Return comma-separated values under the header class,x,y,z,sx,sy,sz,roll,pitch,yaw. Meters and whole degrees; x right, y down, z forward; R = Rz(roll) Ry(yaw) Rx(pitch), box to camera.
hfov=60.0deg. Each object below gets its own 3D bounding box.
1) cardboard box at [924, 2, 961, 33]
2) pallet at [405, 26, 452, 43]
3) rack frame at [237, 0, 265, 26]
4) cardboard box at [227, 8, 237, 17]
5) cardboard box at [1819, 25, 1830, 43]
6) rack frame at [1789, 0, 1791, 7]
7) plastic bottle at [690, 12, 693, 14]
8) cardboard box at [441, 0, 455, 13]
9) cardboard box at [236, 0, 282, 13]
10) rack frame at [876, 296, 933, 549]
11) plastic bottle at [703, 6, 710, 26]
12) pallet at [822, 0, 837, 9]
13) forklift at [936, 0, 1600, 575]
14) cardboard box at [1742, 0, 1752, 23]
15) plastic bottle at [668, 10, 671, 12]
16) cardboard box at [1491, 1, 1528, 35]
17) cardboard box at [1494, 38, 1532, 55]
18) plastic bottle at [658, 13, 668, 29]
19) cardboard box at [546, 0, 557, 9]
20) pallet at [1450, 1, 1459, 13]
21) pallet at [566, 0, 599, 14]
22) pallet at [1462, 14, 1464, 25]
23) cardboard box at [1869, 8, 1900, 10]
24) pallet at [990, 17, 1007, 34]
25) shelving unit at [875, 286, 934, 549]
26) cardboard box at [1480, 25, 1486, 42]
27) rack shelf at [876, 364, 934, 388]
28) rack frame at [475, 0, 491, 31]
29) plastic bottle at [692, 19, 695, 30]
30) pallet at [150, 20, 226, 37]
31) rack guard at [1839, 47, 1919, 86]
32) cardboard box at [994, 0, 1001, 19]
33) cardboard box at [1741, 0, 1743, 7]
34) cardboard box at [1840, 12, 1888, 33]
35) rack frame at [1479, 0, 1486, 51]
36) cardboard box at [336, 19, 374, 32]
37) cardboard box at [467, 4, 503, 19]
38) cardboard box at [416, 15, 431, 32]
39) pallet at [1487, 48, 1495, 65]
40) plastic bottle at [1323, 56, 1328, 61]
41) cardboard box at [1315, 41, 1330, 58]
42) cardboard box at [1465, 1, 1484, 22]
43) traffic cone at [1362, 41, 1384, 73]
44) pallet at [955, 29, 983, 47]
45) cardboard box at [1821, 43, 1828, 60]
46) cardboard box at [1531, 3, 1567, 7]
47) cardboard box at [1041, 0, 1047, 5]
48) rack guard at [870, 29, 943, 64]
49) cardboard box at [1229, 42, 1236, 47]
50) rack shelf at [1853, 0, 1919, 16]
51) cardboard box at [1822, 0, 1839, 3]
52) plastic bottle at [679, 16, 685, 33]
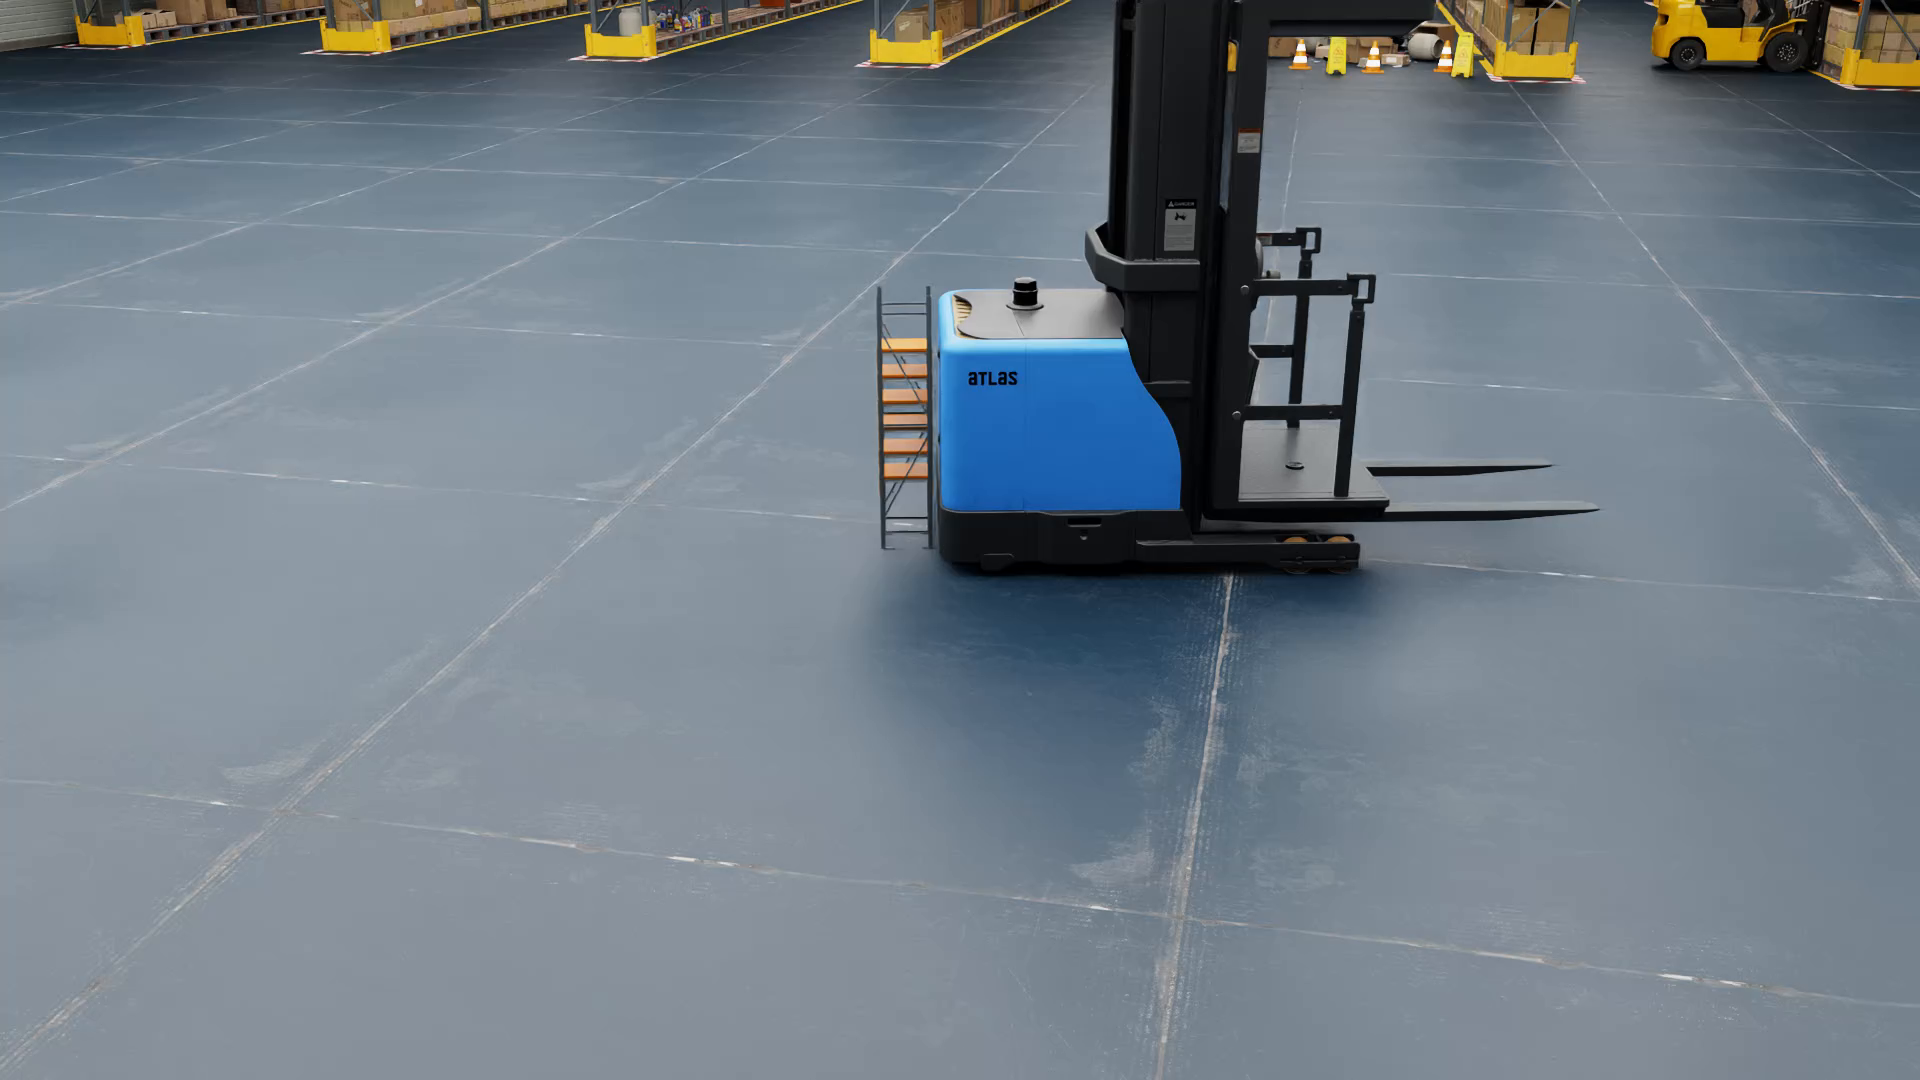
class,x,y,z,sx,sy,sz,roll,pitch,yaw
cardboard box,-0.313,-9.409,29.986,0.500,0.500,0.500,12,25,28
pallet,-10.230,-9.455,31.048,1.003,0.211,1.213,4,22,11
rack frame,-14.630,-11.860,33.287,1.000,3.000,0.127,4,22,11
cardboard box,-14.710,-10.552,33.243,0.380,0.166,0.250,2,22,4
cardboard box,13.653,-7.858,25.799,0.500,0.250,0.500,4,22,10
rack frame,14.478,-9.595,27.663,1.000,3.000,0.127,4,22,11
plastic bottle,-4.970,-9.720,31.030,0.152,0.276,0.135,4,22,11
cardboard box,-9.873,-10.200,31.279,0.500,0.500,0.500,4,22,11
cardboard box,-14.497,-11.175,34.343,0.700,0.500,0.500,5,23,13
rack frame,-0.247,-0.515,7.527,0.240,1.200,0.006,-1,22,-2
plastic bottle,-4.781,-9.823,31.185,0.144,0.351,0.185,4,22,9
pallet,-3.498,-12.458,38.505,1.003,0.211,1.213,4,22,11
forklift,1.410,-1.402,7.412,3.031,2.935,1.130,-1,22,-2
cardboard box,15.154,-9.924,31.096,0.875,0.625,0.625,5,23,13
plastic bottle,-5.465,-9.842,31.333,0.152,0.276,0.135,5,23,13
cardboard box,8.923,-8.464,26.970,0.500,0.500,0.500,4,22,10
cardboard box,8.709,-7.753,26.208,0.500,0.250,0.500,4,22,11
plastic bottle,-5.478,-9.555,30.621,0.152,0.276,0.135,4,22,11
cardboard box,-8.934,-11.466,35.428,0.500,0.250,0.500,4,22,10
pallet,11.483,-11.876,37.060,1.003,0.211,1.213,4,22,11
pallet,-8.775,-11.924,37.177,1.003,0.211,1.213,4,22,11
pallet,10.669,-10.424,33.454,1.003,0.211,1.213,4,22,11
cardboard box,14.156,-8.042,25.586,0.500,0.250,0.500,4,22,11
pallet,0.321,-10.166,32.814,1.003,0.211,1.213,4,22,11
shelving unit,-0.249,-0.549,7.611,0.258,1.200,0.189,-1,22,-2
cardboard box,9.234,-8.696,28.549,0.500,0.250,0.500,3,22,8
rack shelf,-0.250,-0.731,7.538,0.258,0.103,0.180,-1,22,-2
rack frame,-9.780,-11.484,32.353,1.000,3.000,0.127,4,22,11
plastic bottle,-4.921,-9.461,30.486,0.097,0.201,0.097,0,22,0
pallet,-14.980,-9.871,32.080,1.003,0.211,1.213,4,22,11
rack guard,13.657,-6.964,24.475,1.175,0.500,0.348,4,22,11
cardboard box,0.406,-10.577,32.857,0.700,0.500,0.500,6,23,15
cardboard box,15.170,-10.264,32.108,0.500,0.500,0.500,5,22,12
cardboard box,13.451,-7.707,24.756,0.500,0.250,0.500,5,23,13
rack frame,9.618,-9.972,28.599,1.000,3.000,0.127,4,22,11
cardboard box,-10.776,-9.159,29.699,0.500,0.250,0.500,4,22,11
cardboard box,-9.455,-10.532,33.107,0.500,0.250,0.500,4,22,10
cardboard box,-10.068,-9.486,30.509,0.500,0.250,0.500,4,22,11
pallet,9.269,-7.983,27.392,1.003,0.211,1.213,4,22,11
plastic bottle,6.132,-8.015,27.674,0.133,0.061,0.283,-3,22,-8
cardboard box,6.204,-8.275,28.045,0.396,0.266,0.258,8,23,20
cardboard box,10.309,-10.205,32.132,0.950,0.372,0.625,3,22,7
traffic cone,6.471,-7.548,25.976,0.336,0.463,0.334,4,22,11
pallet,-0.186,-9.186,30.379,1.003,0.211,1.213,4,22,11
cardboard box,13.670,-7.611,25.854,0.500,0.250,0.500,5,22,11
cardboard box,9.344,-8.251,26.439,0.500,0.500,0.500,4,22,9
cardboard box,1.257,-12.300,36.661,1.225,0.875,0.875,4,22,9
rack guard,-0.884,-8.133,27.378,1.175,0.500,0.348,4,22,11
cardboard box,4.009,-8.312,26.758,0.875,0.875,0.875,5,22,11
rack shelf,14.070,-8.530,25.981,1.077,0.370,4.000,4,22,11
cardboard box,13.958,-8.639,27.069,0.500,0.250,0.500,4,22,11
plastic bottle,-5.009,-9.307,29.994,0.061,0.283,0.133,5,22,12
